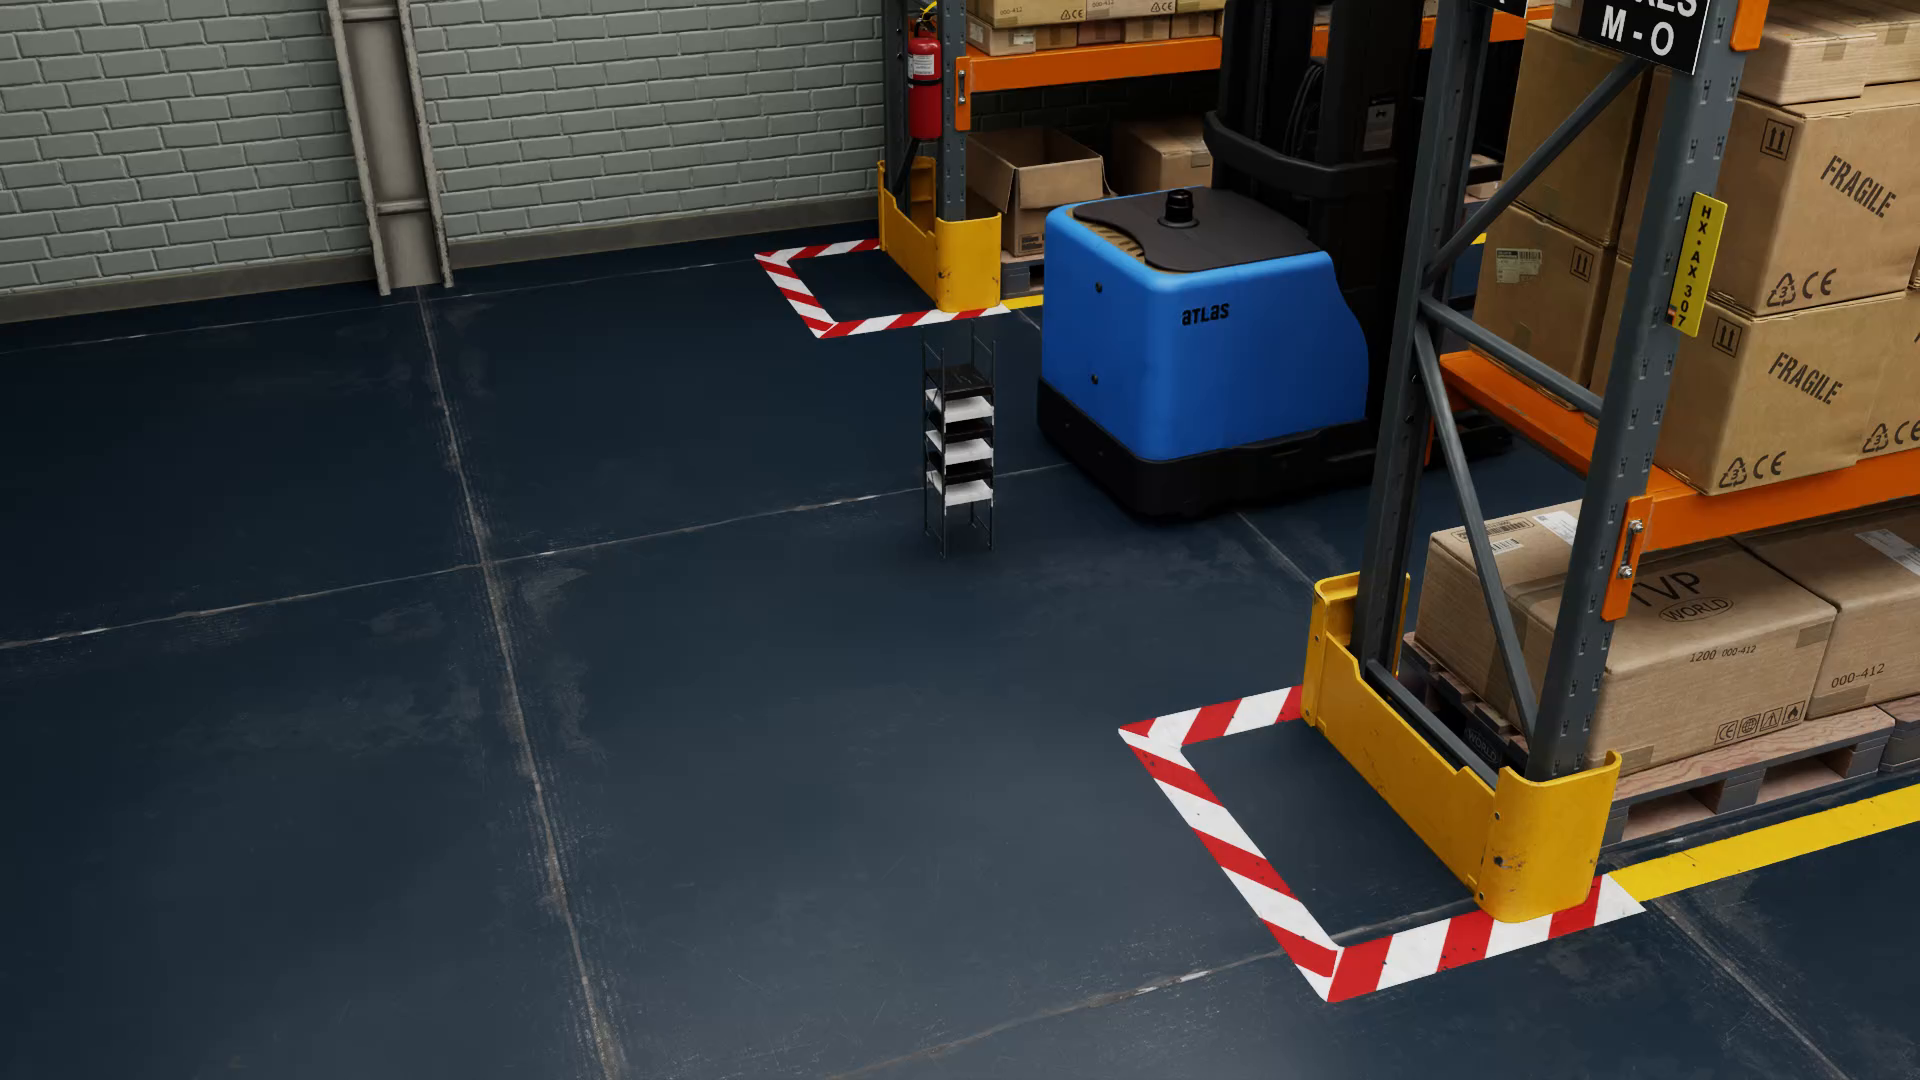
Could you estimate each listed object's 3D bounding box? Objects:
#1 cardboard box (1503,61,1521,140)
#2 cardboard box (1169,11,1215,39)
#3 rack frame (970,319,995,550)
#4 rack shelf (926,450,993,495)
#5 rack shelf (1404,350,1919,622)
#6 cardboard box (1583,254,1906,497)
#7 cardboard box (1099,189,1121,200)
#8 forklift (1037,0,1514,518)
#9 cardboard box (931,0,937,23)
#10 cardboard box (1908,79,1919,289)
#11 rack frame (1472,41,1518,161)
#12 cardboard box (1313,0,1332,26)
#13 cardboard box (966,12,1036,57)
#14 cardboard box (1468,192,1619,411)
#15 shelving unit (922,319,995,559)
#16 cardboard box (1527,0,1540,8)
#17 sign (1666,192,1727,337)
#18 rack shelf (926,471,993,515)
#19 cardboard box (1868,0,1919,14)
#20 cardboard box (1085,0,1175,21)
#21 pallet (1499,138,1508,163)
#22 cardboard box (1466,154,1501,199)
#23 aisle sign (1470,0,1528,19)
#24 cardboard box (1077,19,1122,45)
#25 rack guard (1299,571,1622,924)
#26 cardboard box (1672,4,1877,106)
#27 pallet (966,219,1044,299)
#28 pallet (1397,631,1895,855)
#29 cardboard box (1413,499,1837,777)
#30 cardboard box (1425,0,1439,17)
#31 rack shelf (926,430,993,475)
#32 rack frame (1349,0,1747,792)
[{"bbox_3d":[3.906,-2.802,10.738,0.500,0.500,0.500,-11,31,-18],"label":"cardboard box"},{"bbox_3d":[1.166,-2.804,8.895,0.250,0.149,0.380,-10,31,-17],"label":"cardboard box"},{"bbox_3d":[0.088,-0.407,6.556,0.006,0.900,0.240,-10,31,-18],"label":"rack frame"},{"bbox_3d":[-0.008,-0.282,6.586,0.200,0.077,0.258,-10,31,-18],"label":"rack shelf"},{"bbox_3d":[3.409,-0.523,5.365,4.000,0.370,1.077,-10,31,-18],"label":"rack shelf"},{"bbox_3d":[2.084,-0.484,4.468,0.500,0.500,0.500,-11,31,-18],"label":"cardboard box"},{"bbox_3d":[0.818,-1.854,9.429,0.250,0.149,0.380,-12,32,-20],"label":"cardboard box"},{"bbox_3d":[1.909,-1.840,7.019,3.031,2.935,1.130,-13,32,-21],"label":"forklift"},{"bbox_3d":[0.017,-2.865,9.003,0.250,0.149,0.380,-11,31,-18],"label":"cardboard box"},{"bbox_3d":[2.565,-1.012,4.384,0.500,0.500,0.500,-11,32,-19],"label":"cardboard box"},{"bbox_3d":[3.549,-3.483,9.834,0.127,3.000,1.000,-10,31,-18],"label":"rack frame"},{"bbox_3d":[1.886,-2.944,9.141,0.250,0.149,0.380,-11,31,-18],"label":"cardboard box"},{"bbox_3d":[0.204,-2.613,8.560,0.250,0.149,0.380,-11,31,-18],"label":"cardboard box"},{"bbox_3d":[1.894,-0.740,4.918,0.500,0.500,0.500,-10,31,-17],"label":"cardboard box"},{"bbox_3d":[-0.008,-0.390,6.525,0.210,0.900,0.258,-10,31,-18],"label":"shelving unit"},{"bbox_3d":[3.102,-3.147,9.497,0.250,0.149,0.380,-10,31,-16],"label":"cardboard box"},{"bbox_3d":[1.722,-0.643,3.893,0.005,0.325,0.100,-10,31,-18],"label":"sign"},{"bbox_3d":[-0.008,-0.204,6.630,0.200,0.077,0.258,-10,31,-18],"label":"rack shelf"},{"bbox_3d":[2.468,-1.253,4.153,0.250,0.149,0.380,-9,31,-16],"label":"cardboard box"},{"bbox_3d":[0.792,-2.897,8.656,0.500,0.250,0.500,-10,31,-17],"label":"cardboard box"},{"bbox_3d":[4.298,-2.430,10.801,1.213,0.211,1.003,-10,31,-18],"label":"pallet"},{"bbox_3d":[3.129,-2.195,10.028,0.250,0.149,0.380,-11,32,-19],"label":"cardboard box"},{"bbox_3d":[1.359,-1.752,4.168,0.004,0.787,0.394,-10,31,-18],"label":"aisle sign"},{"bbox_3d":[0.660,-2.740,8.783,0.250,0.149,0.380,-11,31,-18],"label":"cardboard box"},{"bbox_3d":[1.512,0.600,5.192,0.348,0.500,1.175,-10,31,-18],"label":"rack guard"},{"bbox_3d":[1.964,-1.183,4.030,0.250,0.149,0.380,-10,31,-17],"label":"cardboard box"},{"bbox_3d":[0.618,-1.732,9.578,1.213,0.211,1.003,-10,31,-18],"label":"pallet"},{"bbox_3d":[2.257,0.547,5.577,1.213,0.211,1.003,-10,31,-18],"label":"pallet"},{"bbox_3d":[2.118,0.280,5.393,0.875,0.438,0.875,-12,32,-19],"label":"cardboard box"},{"bbox_3d":[2.611,-3.058,9.341,0.250,0.149,0.380,-10,31,-16],"label":"cardboard box"},{"bbox_3d":[-0.008,-0.361,6.541,0.200,0.077,0.258,-10,31,-18],"label":"rack shelf"},{"bbox_3d":[1.534,-0.491,4.581,0.127,3.000,1.000,-10,31,-18],"label":"rack frame"}]
